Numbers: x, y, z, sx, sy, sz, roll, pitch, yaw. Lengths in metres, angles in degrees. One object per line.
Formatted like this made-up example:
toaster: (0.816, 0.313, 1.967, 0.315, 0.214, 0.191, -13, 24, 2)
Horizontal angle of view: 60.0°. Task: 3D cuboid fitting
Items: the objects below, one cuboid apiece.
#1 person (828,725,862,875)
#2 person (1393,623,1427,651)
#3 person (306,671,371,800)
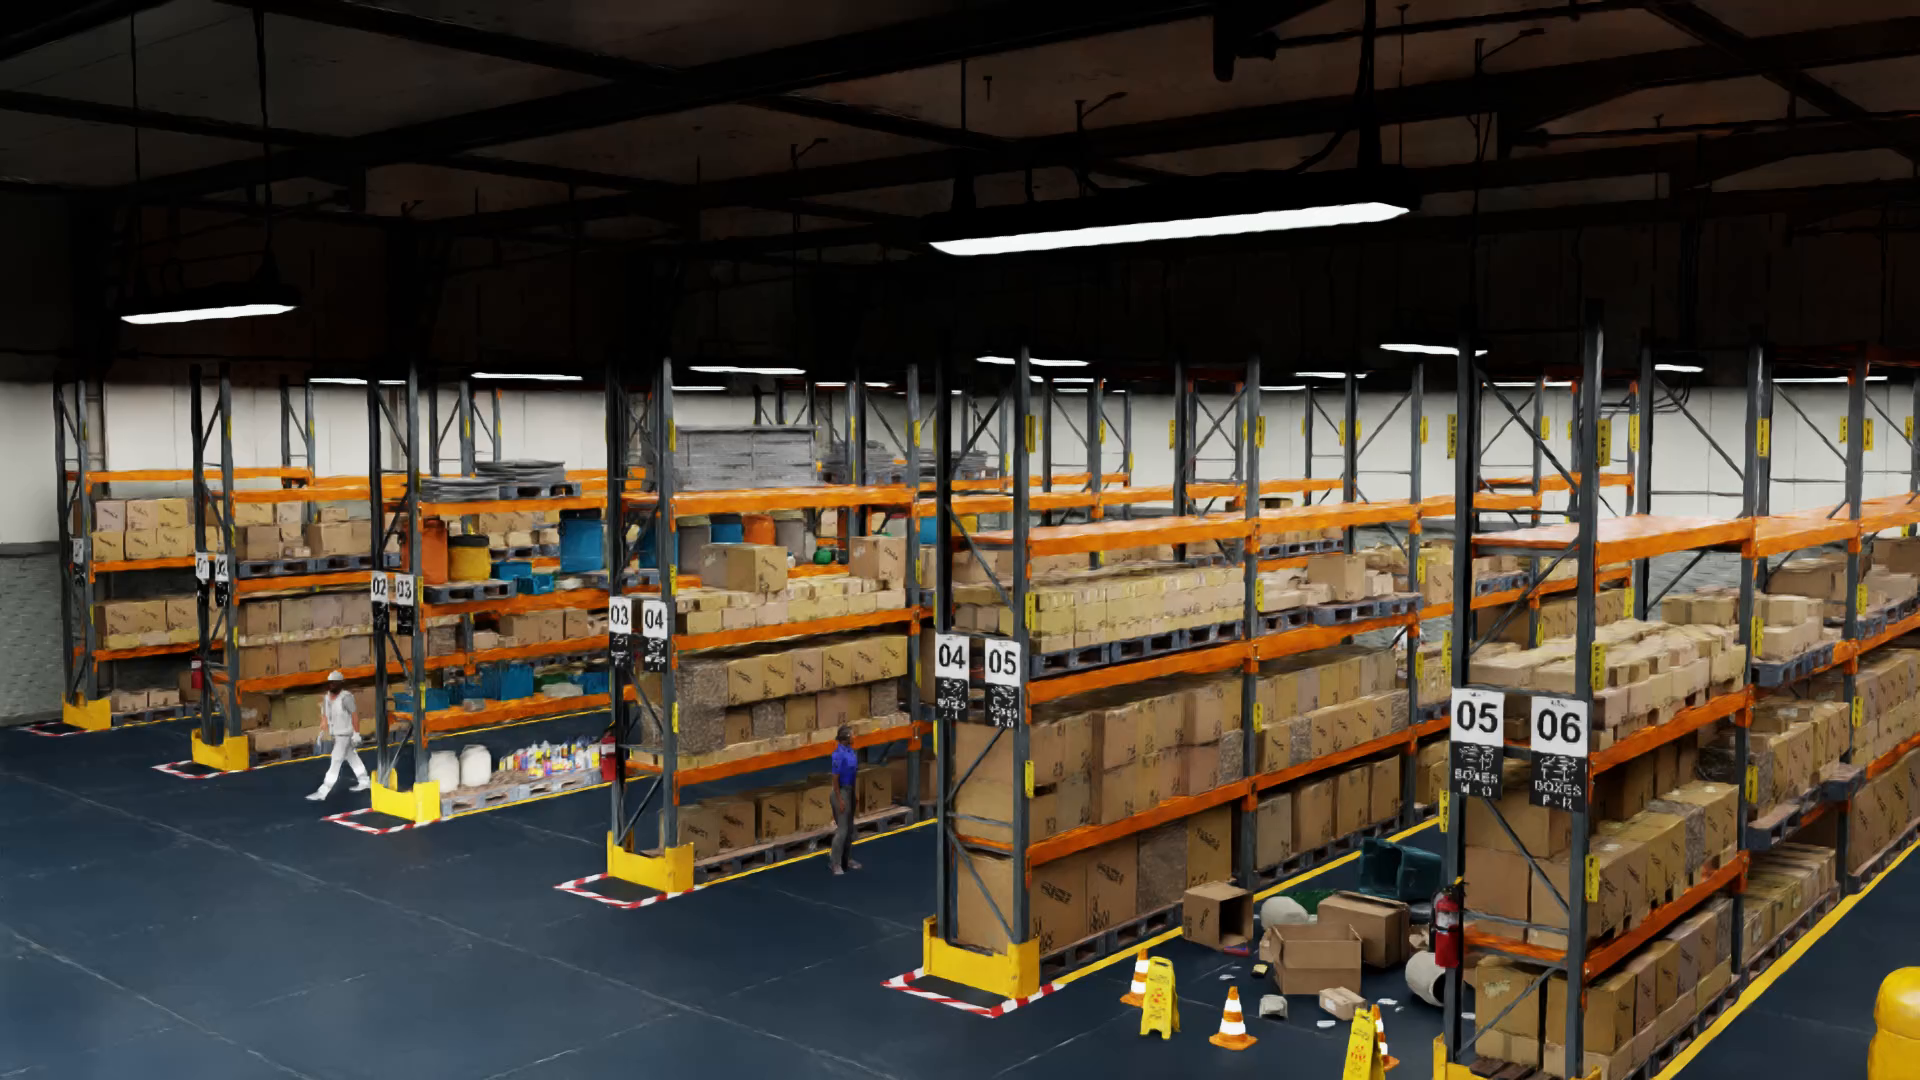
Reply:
person: (-1.319, 2.981, 19.115, 0.356, 1.722, 0.523, 1, 4, 14)
person: (8.290, 2.158, 30.533, 0.660, 1.596, 0.810, 2, 4, 21)
person: (-8.496, 2.639, 22.687, 0.538, 1.719, 1.037, 3, 5, 37)
